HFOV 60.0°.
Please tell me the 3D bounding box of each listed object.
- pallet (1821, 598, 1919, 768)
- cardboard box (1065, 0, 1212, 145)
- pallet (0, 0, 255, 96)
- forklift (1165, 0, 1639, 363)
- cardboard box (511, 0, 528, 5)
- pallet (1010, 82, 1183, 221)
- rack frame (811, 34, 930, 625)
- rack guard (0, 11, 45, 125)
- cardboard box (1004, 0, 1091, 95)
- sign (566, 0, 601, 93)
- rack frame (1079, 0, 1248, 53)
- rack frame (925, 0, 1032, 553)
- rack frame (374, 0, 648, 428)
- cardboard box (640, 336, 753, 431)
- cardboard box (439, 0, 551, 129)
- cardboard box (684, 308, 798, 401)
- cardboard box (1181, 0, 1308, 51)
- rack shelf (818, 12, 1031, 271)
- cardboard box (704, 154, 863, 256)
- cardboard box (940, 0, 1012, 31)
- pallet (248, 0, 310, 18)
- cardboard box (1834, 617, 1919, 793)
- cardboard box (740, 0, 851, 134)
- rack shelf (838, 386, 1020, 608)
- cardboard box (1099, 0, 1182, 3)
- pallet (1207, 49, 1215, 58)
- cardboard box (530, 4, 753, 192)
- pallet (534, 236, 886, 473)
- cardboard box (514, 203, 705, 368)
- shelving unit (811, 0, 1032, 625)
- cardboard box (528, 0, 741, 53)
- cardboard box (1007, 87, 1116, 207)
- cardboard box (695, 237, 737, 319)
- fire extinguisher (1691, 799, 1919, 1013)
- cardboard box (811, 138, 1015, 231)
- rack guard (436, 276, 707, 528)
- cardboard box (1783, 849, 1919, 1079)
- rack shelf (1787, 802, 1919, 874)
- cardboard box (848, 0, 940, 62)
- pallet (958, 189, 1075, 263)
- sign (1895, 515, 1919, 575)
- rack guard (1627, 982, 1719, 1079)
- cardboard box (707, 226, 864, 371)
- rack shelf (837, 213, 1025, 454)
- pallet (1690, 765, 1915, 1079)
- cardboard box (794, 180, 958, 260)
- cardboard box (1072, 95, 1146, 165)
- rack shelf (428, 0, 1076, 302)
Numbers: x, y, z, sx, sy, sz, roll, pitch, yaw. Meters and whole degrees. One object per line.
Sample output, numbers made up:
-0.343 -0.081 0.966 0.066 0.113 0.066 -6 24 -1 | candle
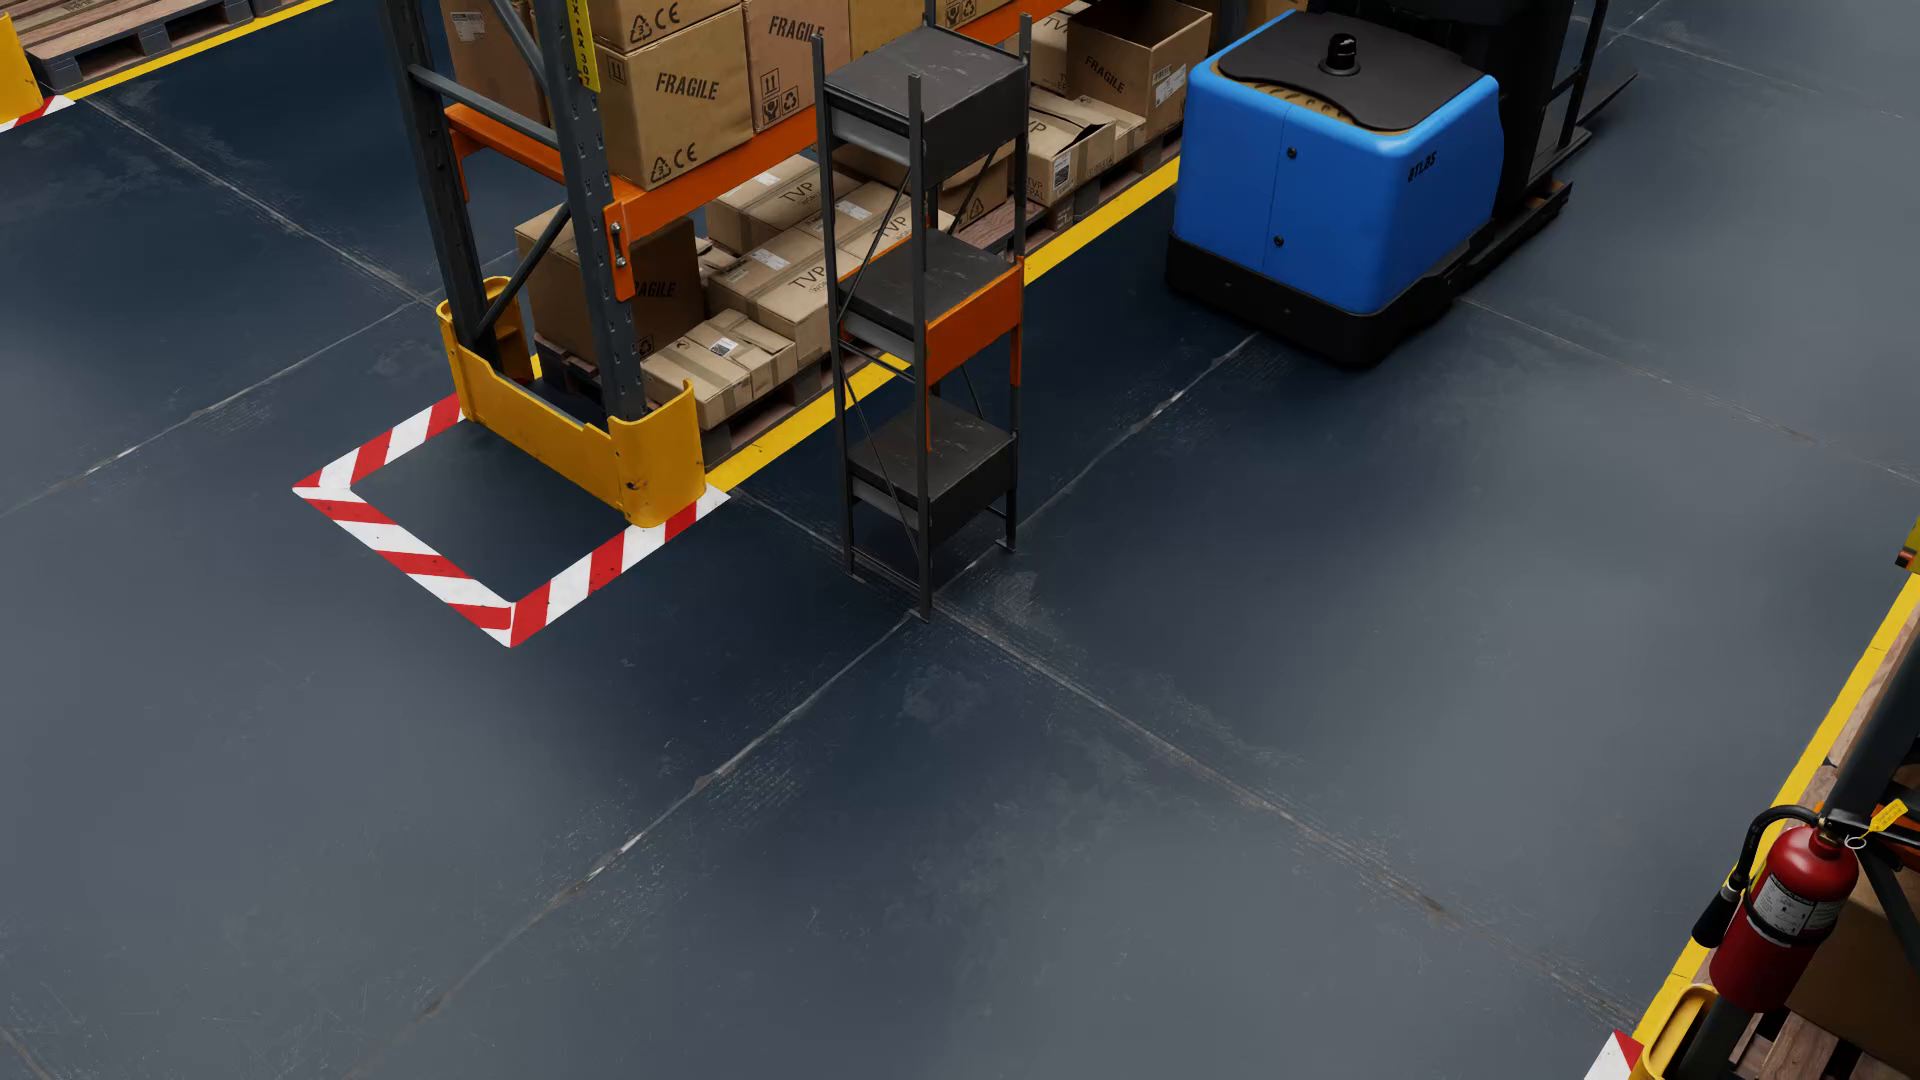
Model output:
3.469 0.666 5.361 1.003 0.211 1.213 29 50 28 | pallet
0.860 -2.319 8.102 0.500 0.500 0.500 29 50 28 | cardboard box
-4.793 -2.961 9.349 1.003 0.211 1.213 29 50 28 | pallet
2.263 -2.739 7.084 1.130 2.935 3.031 30 50 29 | forklift
-1.489 -2.193 5.615 0.500 0.500 0.500 29 50 28 | cardboard box
0.567 -2.113 8.417 1.003 0.211 1.213 29 50 28 | pallet
-0.264 -0.566 5.312 0.400 2.100 0.015 29 50 28 | rack frame
-5.359 -2.642 8.784 1.175 0.500 0.348 29 50 28 | rack guard
0.574 -2.543 8.489 0.500 0.311 0.500 29 50 28 | cardboard box
-1.150 -1.523 5.052 0.100 0.325 0.005 29 50 28 | sign
1.009 -3.498 7.867 1.000 3.000 0.127 29 50 28 | rack frame
0.050 -0.817 5.588 0.400 2.100 0.015 29 50 28 | rack frame
-1.565 -1.438 5.602 1.000 3.000 0.127 29 50 28 | rack frame
-1.032 -0.613 6.486 0.380 0.149 0.250 29 50 28 | cardboard box
-1.485 -1.823 5.951 0.500 0.500 0.500 31 51 30 | cardboard box
-0.872 -0.748 6.622 0.380 0.166 0.250 29 50 28 | cardboard box
1.507 -2.879 8.718 0.500 0.500 0.500 27 49 27 | cardboard box
-0.107 -1.199 4.988 0.431 0.518 0.480 29 50 28 | rack shelf
-0.769 -1.446 7.328 0.500 0.250 0.500 29 50 28 | cardboard box
-0.101 -2.371 6.554 0.500 0.500 0.500 30 50 29 | cardboard box
-4.008 -3.586 10.037 1.003 0.211 1.213 29 50 28 | pallet
2.549 0.327 3.438 0.980 0.700 0.700 32 51 30 | cardboard box
-0.750 -1.857 5.989 0.500 0.500 0.500 29 50 28 | cardboard box
-0.107 -0.164 5.930 0.431 0.518 0.480 29 50 28 | rack shelf
1.108 -3.114 8.976 0.500 0.500 0.500 29 50 28 | cardboard box
1.504 -2.901 9.284 1.003 0.211 1.213 29 50 28 | pallet
-1.078 -1.589 5.694 0.500 0.500 0.500 31 50 29 | cardboard box
-1.004 -0.856 7.035 1.003 0.211 1.213 29 50 28 | pallet
-1.404 -1.062 6.720 0.500 0.500 0.500 29 50 28 | cardboard box
-0.107 -0.692 5.450 0.431 2.100 0.503 29 50 28 | shelving unit
-1.078 -1.959 5.357 0.500 0.500 0.500 31 51 30 | cardboard box
0.377 -1.863 7.741 0.500 0.311 0.500 29 50 28 | cardboard box
-1.074 -1.109 7.019 0.380 0.166 0.250 29 50 28 | cardboard box
1.779 0.749 3.531 0.296 0.674 0.183 29 50 28 | fire extinguisher
-0.196 -1.767 7.492 0.797 0.503 0.637 29 50 28 | cardboard box
-1.516 -0.552 6.486 1.175 0.500 0.348 29 50 28 | rack guard
2.603 1.071 4.389 0.700 0.500 0.500 29 50 28 | cardboard box
3.516 -0.059 4.620 1.077 0.370 4.000 29 50 28 | rack shelf
-0.424 -2.114 6.271 0.500 0.500 0.500 29 50 28 | cardboard box
-0.218 -1.482 7.723 1.003 0.211 1.213 29 50 28 | pallet
1.823 -0.053 3.042 0.100 0.325 0.005 29 50 28 | sign
2.213 1.642 4.072 1.175 0.500 0.348 29 50 28 | rack guard
-0.676 -0.998 6.835 0.500 0.250 0.500 29 50 28 | cardboard box
-0.107 -0.682 5.459 0.431 0.518 0.480 29 50 28 | rack shelf
2.684 1.291 4.673 1.003 0.211 1.213 29 50 28 | pallet
-0.354 -1.255 7.118 0.500 0.250 0.500 29 50 28 | cardboard box
0.664 -1.970 7.979 0.380 0.149 0.250 29 50 28 | cardboard box
-0.278 -2.202 6.976 1.077 0.370 4.000 29 50 28 | rack shelf
